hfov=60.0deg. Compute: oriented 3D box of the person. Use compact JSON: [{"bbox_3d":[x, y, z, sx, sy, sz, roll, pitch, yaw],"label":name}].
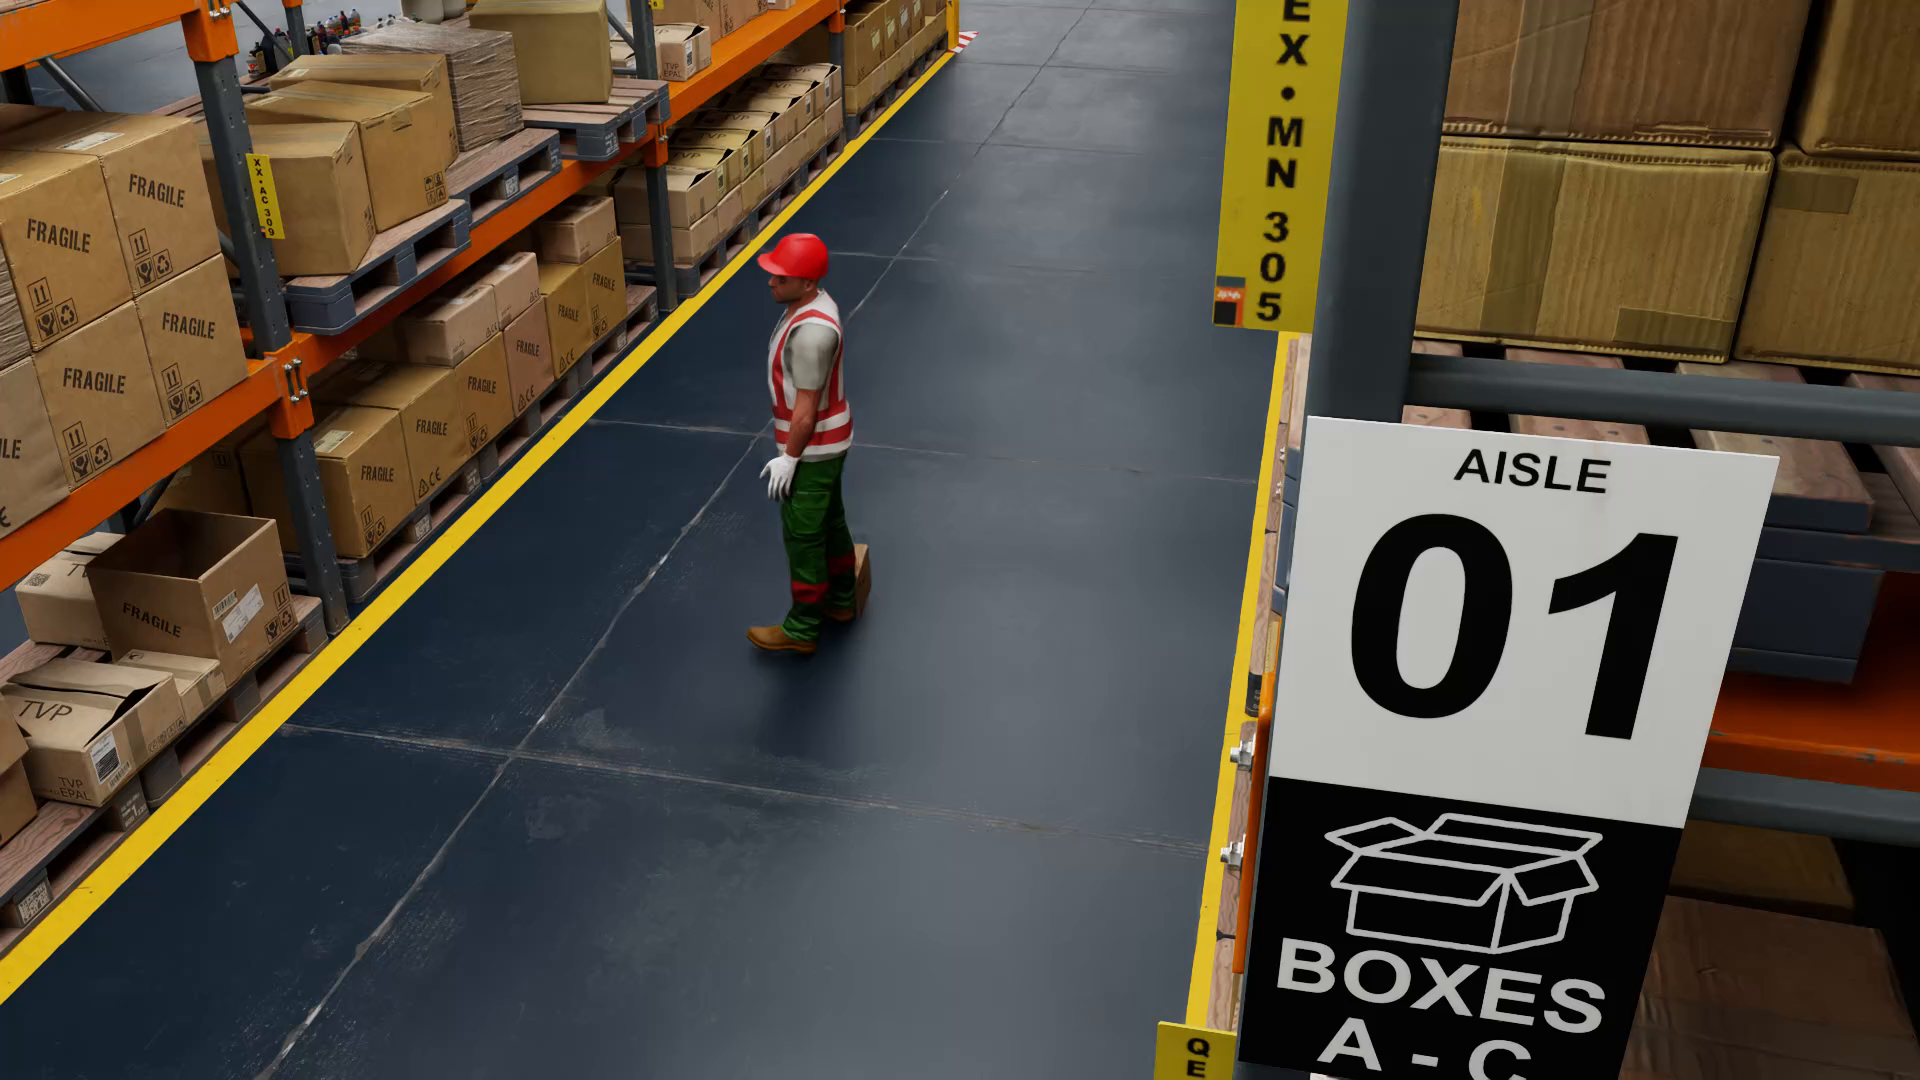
[{"bbox_3d":[-0.670,-0.385,6.744,0.479,1.795,0.568,-1,29,-2],"label":"person"}]
